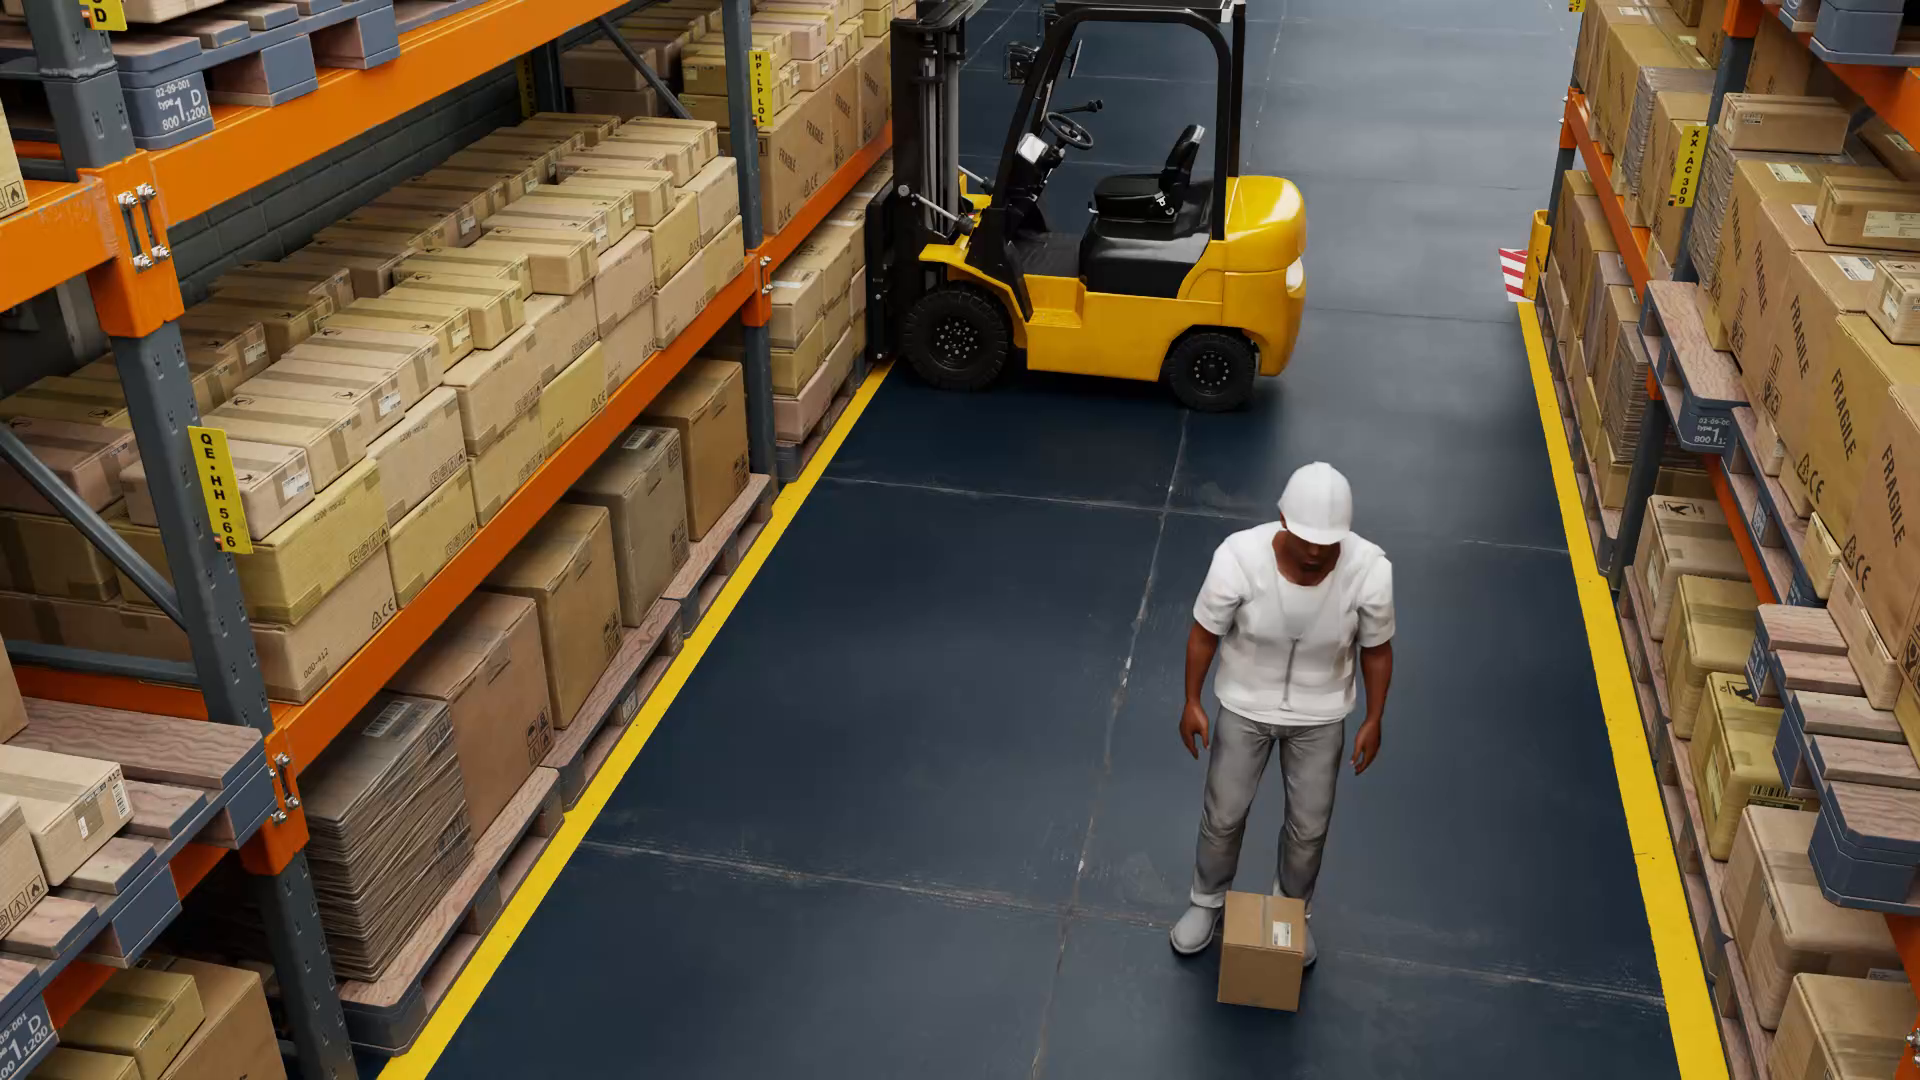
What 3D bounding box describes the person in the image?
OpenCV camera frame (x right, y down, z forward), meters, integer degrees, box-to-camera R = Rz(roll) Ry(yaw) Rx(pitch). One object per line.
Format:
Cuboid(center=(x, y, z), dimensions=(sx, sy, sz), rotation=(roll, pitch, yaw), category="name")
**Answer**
Cuboid(center=(0.994, 0.537, 5.123), dimensions=(0.625, 1.759, 0.463), rotation=(5, 29, 8), category="person")
